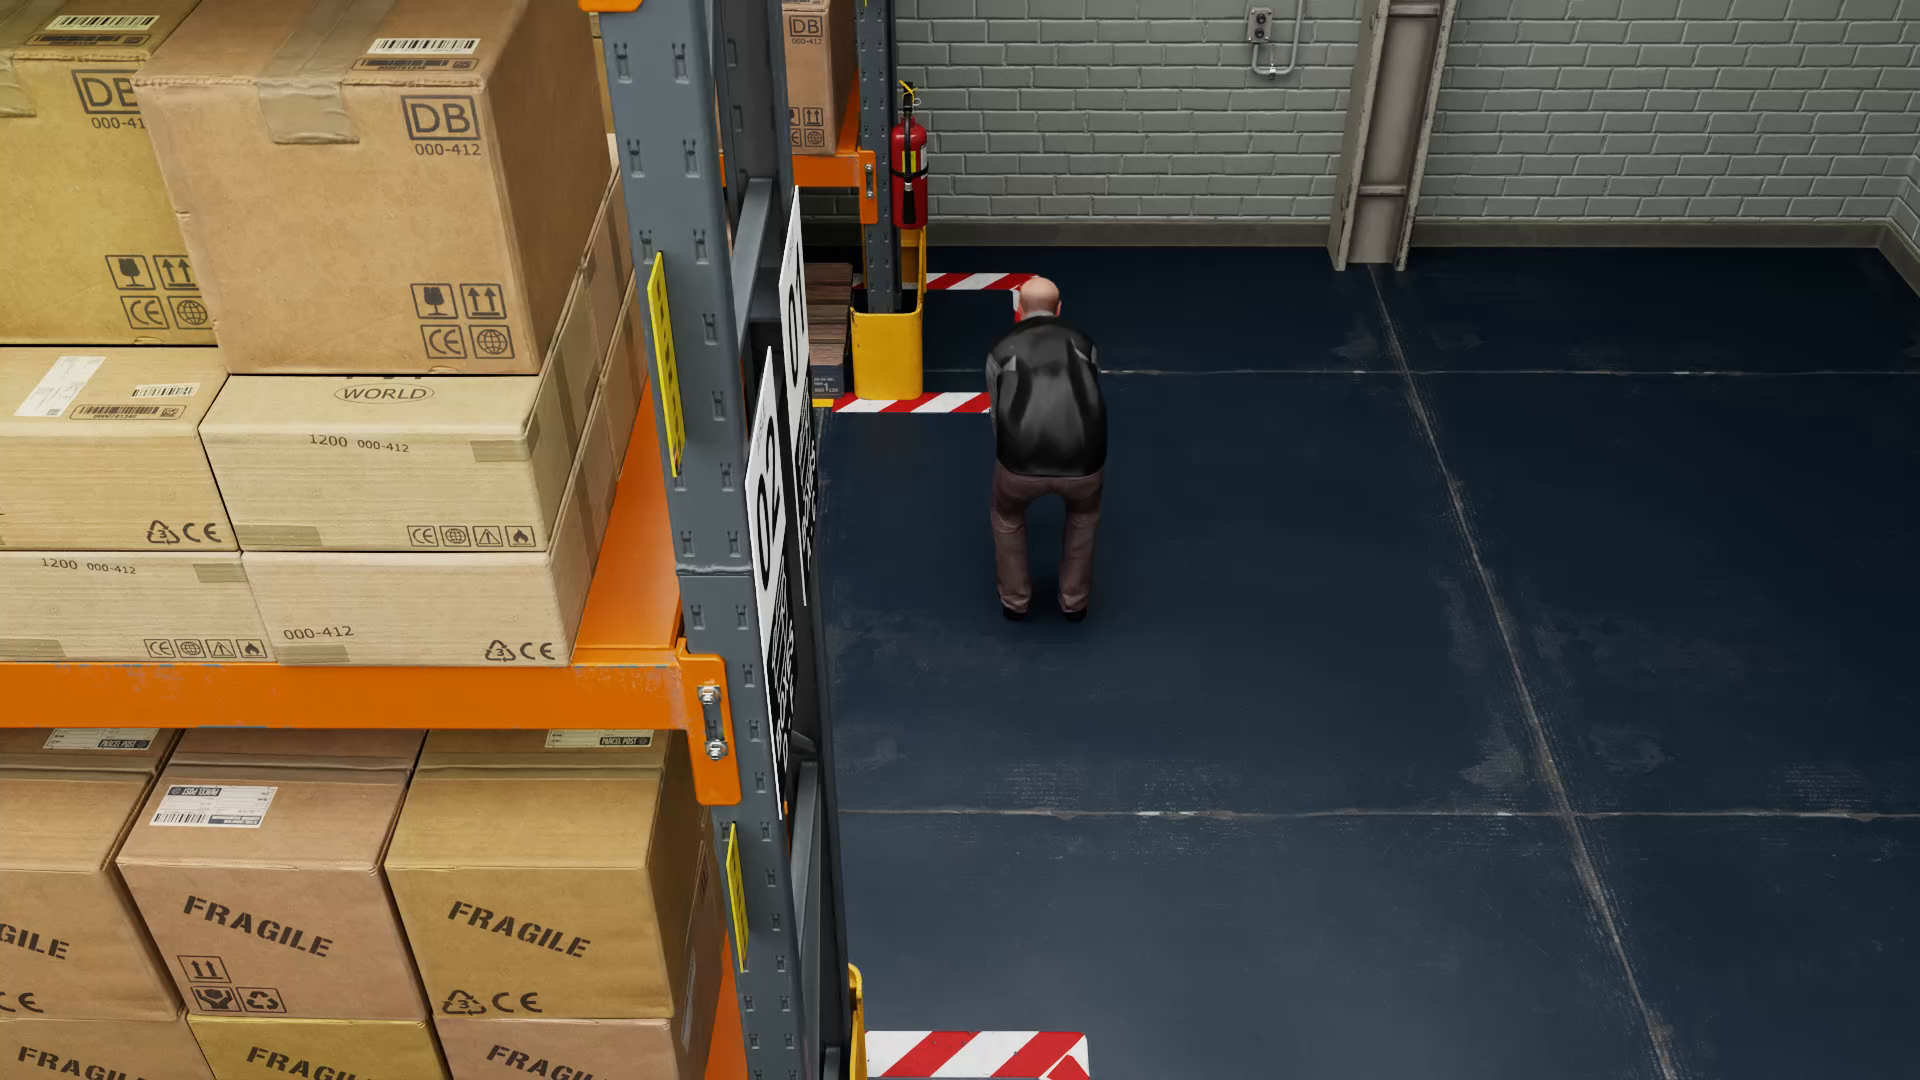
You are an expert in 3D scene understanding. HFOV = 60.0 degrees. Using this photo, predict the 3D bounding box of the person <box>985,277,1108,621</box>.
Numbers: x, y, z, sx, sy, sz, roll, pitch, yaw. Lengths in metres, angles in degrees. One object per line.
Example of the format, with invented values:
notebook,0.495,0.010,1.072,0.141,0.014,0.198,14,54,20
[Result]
person,0.347,-0.348,6.958,0.476,1.270,0.909,-1,39,-2
